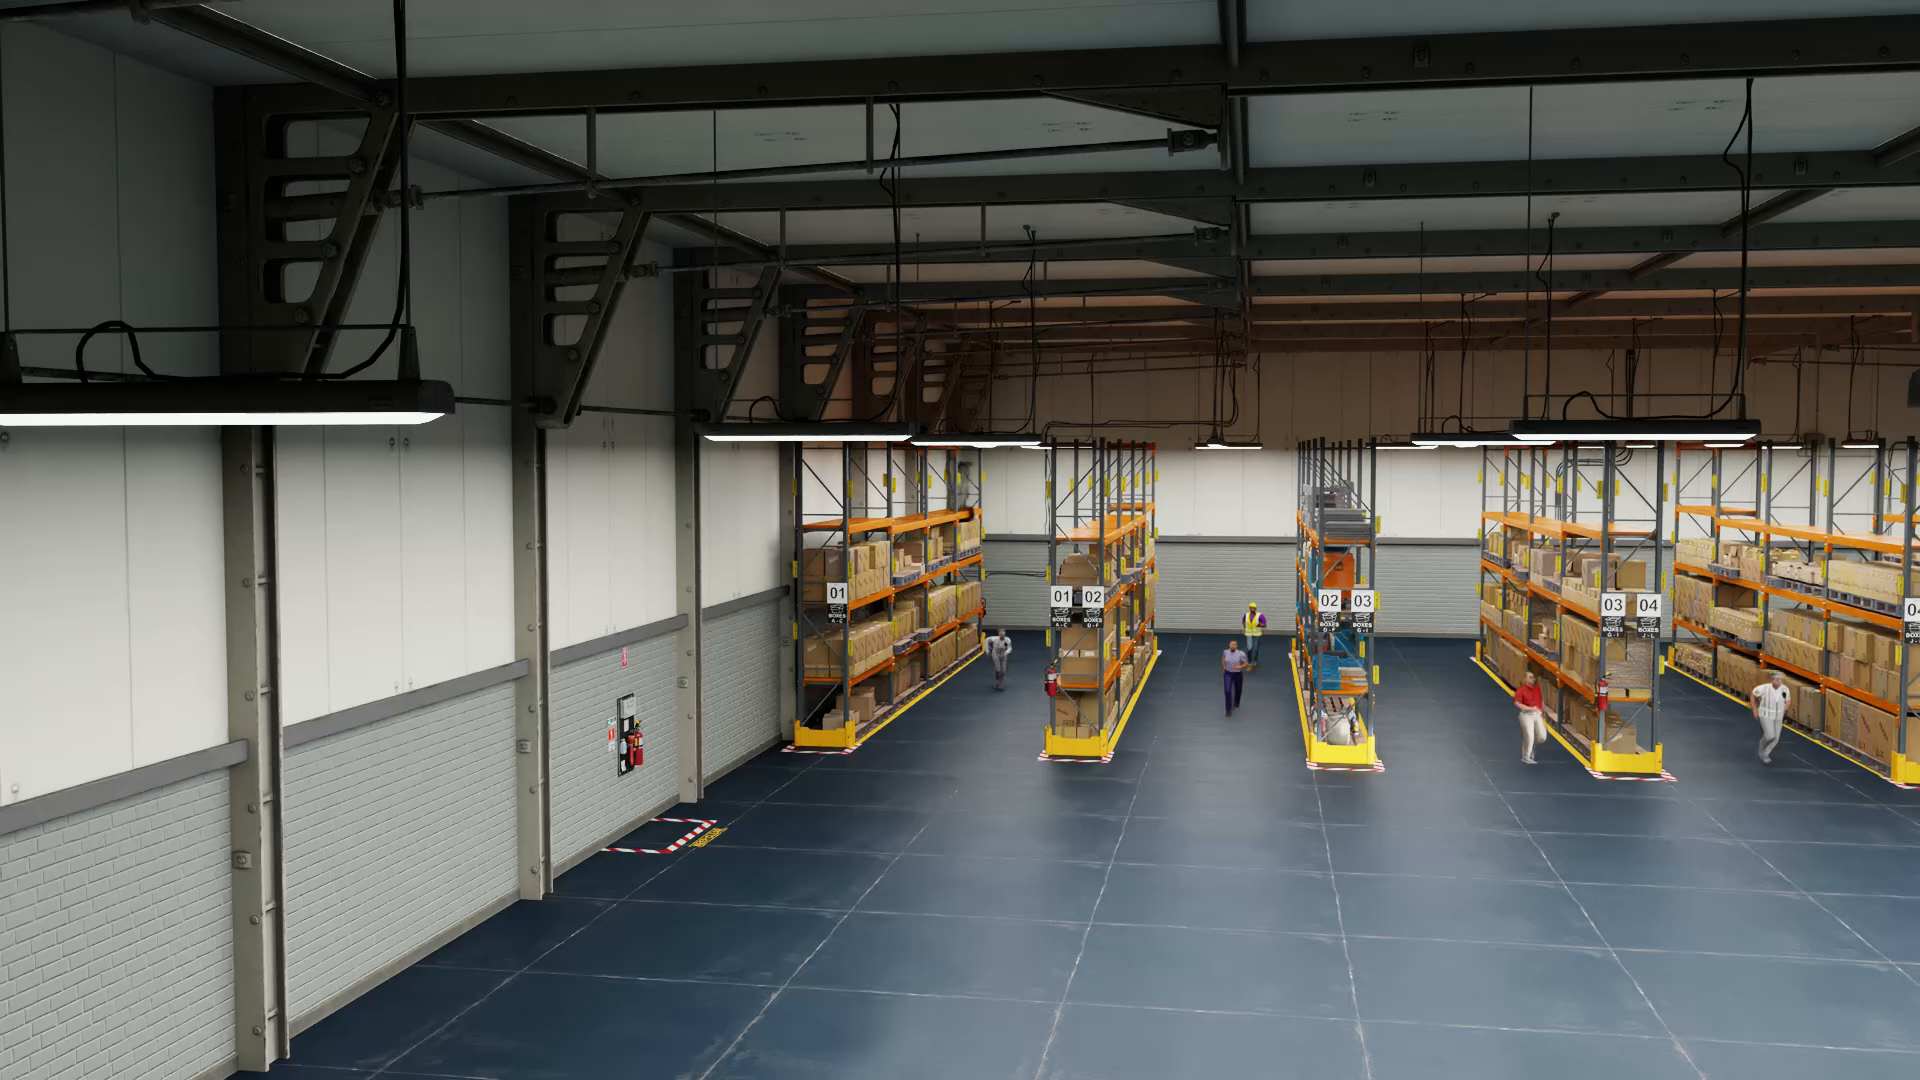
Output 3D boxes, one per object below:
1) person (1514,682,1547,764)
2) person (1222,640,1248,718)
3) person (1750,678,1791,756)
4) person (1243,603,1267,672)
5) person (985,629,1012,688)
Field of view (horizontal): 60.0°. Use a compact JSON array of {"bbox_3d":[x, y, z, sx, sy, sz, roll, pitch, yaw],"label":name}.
[{"bbox_3d":[10.462,3.362,30.535,0.649,1.487,0.543,-1,3,-17],"label":"person"},{"bbox_3d":[5.989,3.007,36.249,0.561,1.692,1.048,1,3,10],"label":"person"},{"bbox_3d":[14.909,3.222,30.481,0.628,1.578,0.686,0,3,-3],"label":"person"},{"bbox_3d":[7.707,2.552,43.564,0.661,1.836,0.773,1,3,16],"label":"person"},{"bbox_3d":[0.918,2.854,40.066,0.646,1.490,0.770,0,3,-9],"label":"person"}]
